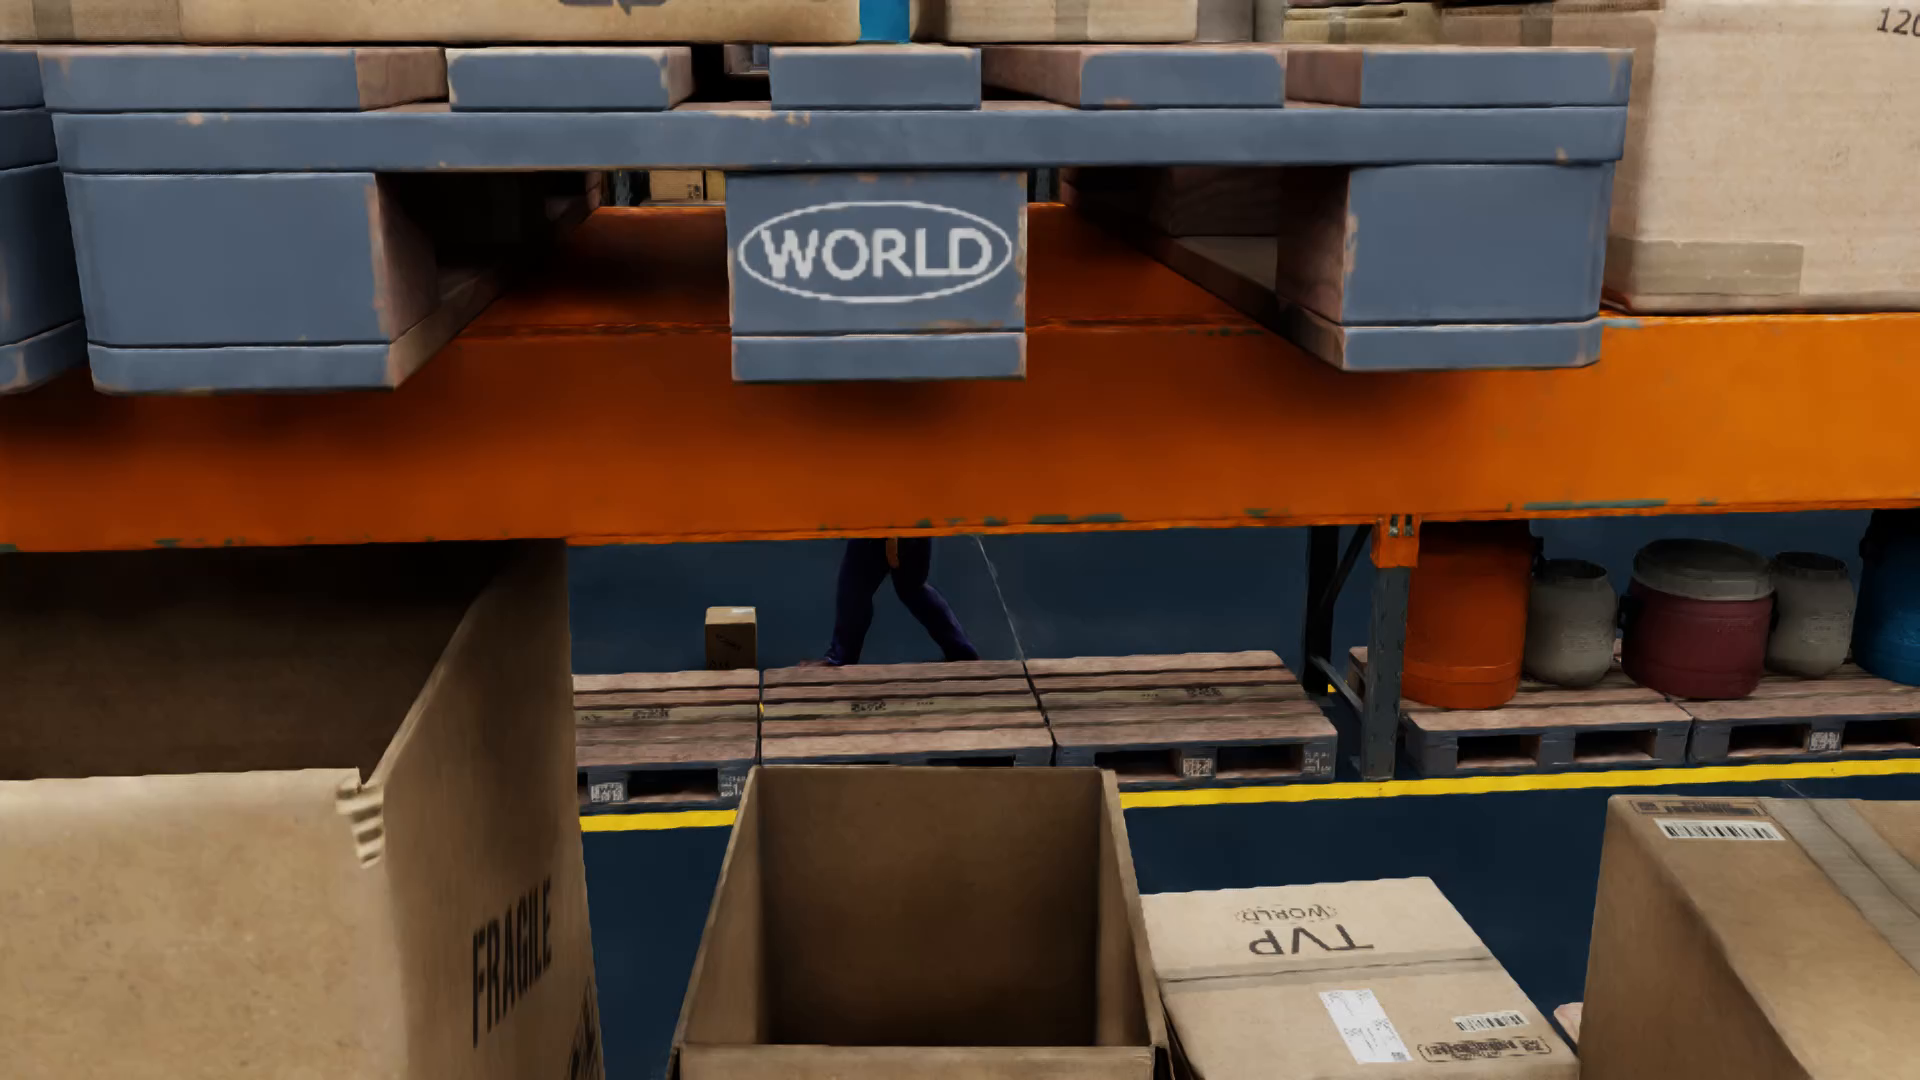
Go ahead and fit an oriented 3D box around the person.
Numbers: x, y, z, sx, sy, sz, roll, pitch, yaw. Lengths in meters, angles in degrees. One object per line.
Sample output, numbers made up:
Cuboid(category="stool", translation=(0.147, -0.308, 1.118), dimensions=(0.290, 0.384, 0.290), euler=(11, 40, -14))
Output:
Cuboid(category="person", translation=(-0.346, -0.103, 7.921), dimensions=(0.885, 1.608, 0.497), euler=(6, 18, 19))
